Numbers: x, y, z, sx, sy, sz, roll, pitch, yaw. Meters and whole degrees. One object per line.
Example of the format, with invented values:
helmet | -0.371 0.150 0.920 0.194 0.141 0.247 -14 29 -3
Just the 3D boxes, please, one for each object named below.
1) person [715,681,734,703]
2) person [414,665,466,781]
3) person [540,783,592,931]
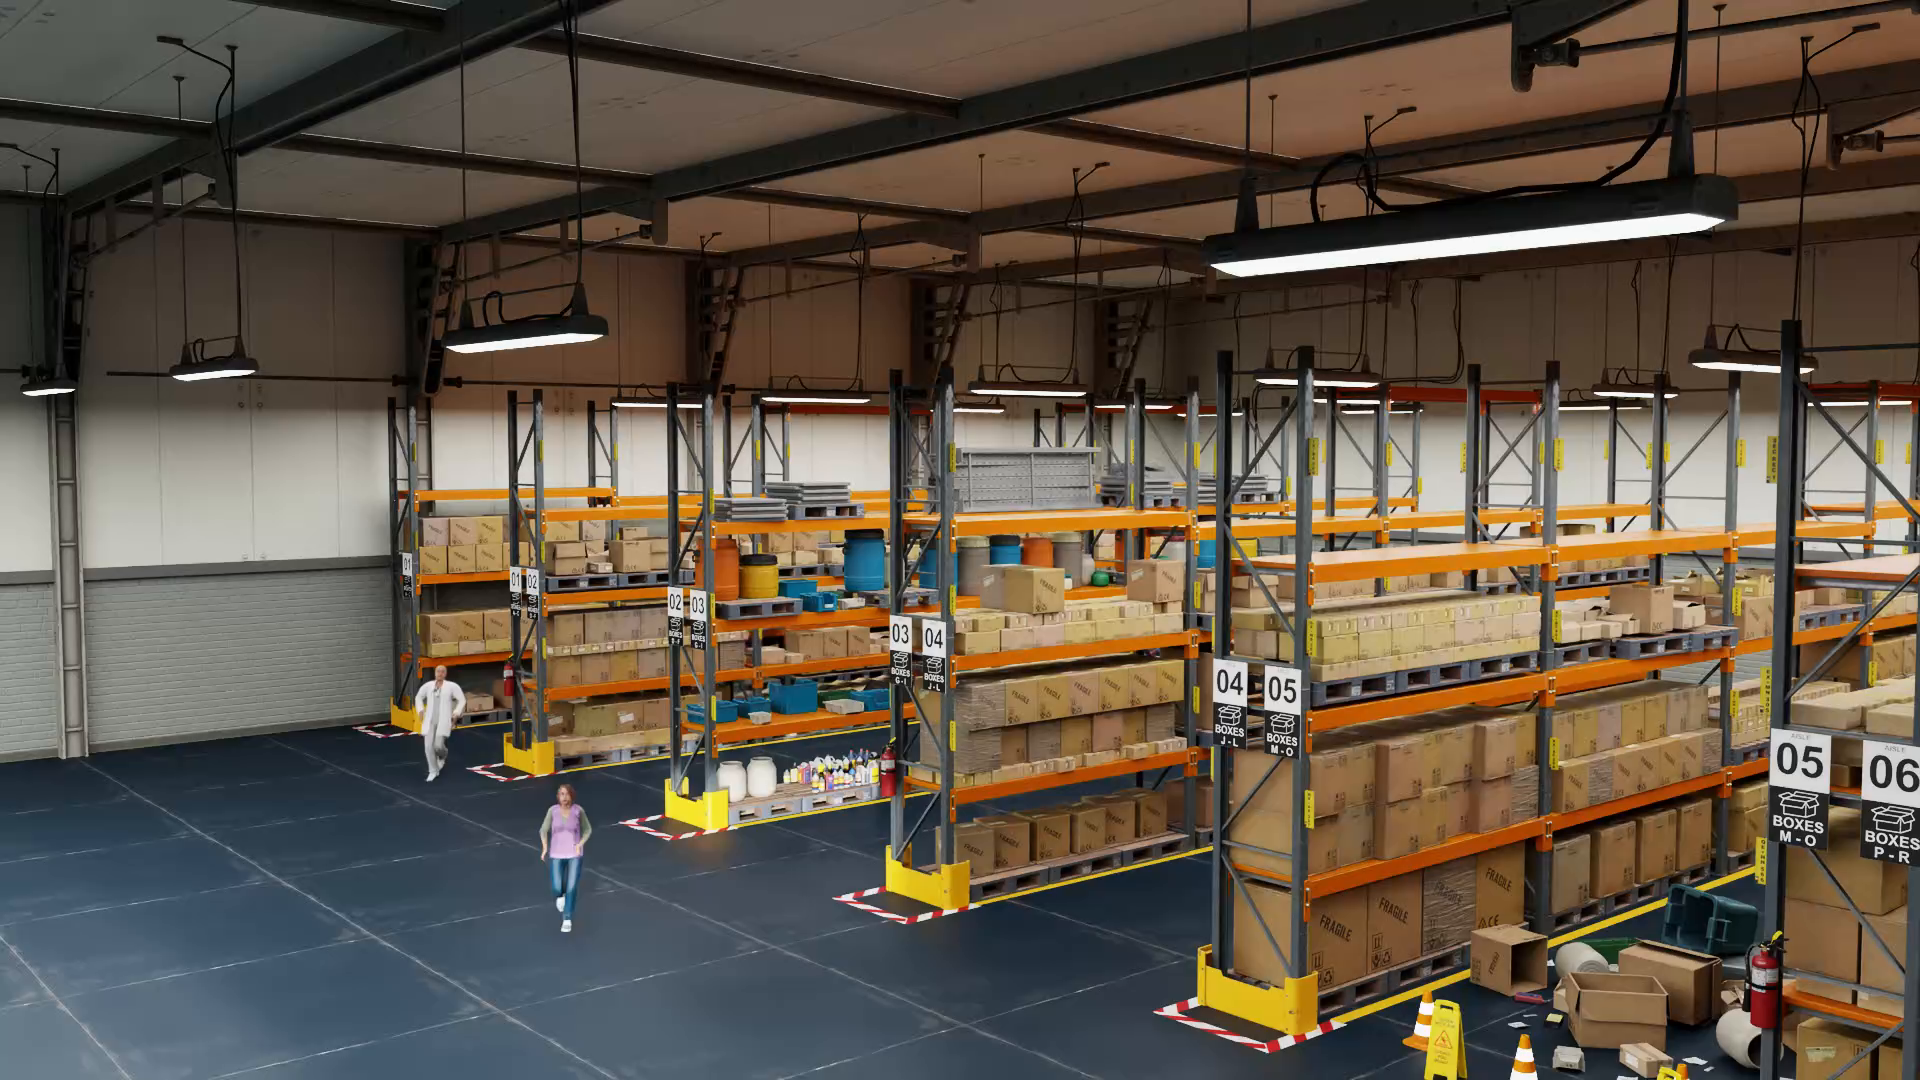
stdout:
person | -4.448 2.489 30.987 0.697 1.717 0.609 3 5 43
person | -8.059 2.814 25.721 0.775 1.757 0.637 0 3 -1
person | -4.188 3.360 17.686 0.548 1.555 0.549 -1 3 -10
